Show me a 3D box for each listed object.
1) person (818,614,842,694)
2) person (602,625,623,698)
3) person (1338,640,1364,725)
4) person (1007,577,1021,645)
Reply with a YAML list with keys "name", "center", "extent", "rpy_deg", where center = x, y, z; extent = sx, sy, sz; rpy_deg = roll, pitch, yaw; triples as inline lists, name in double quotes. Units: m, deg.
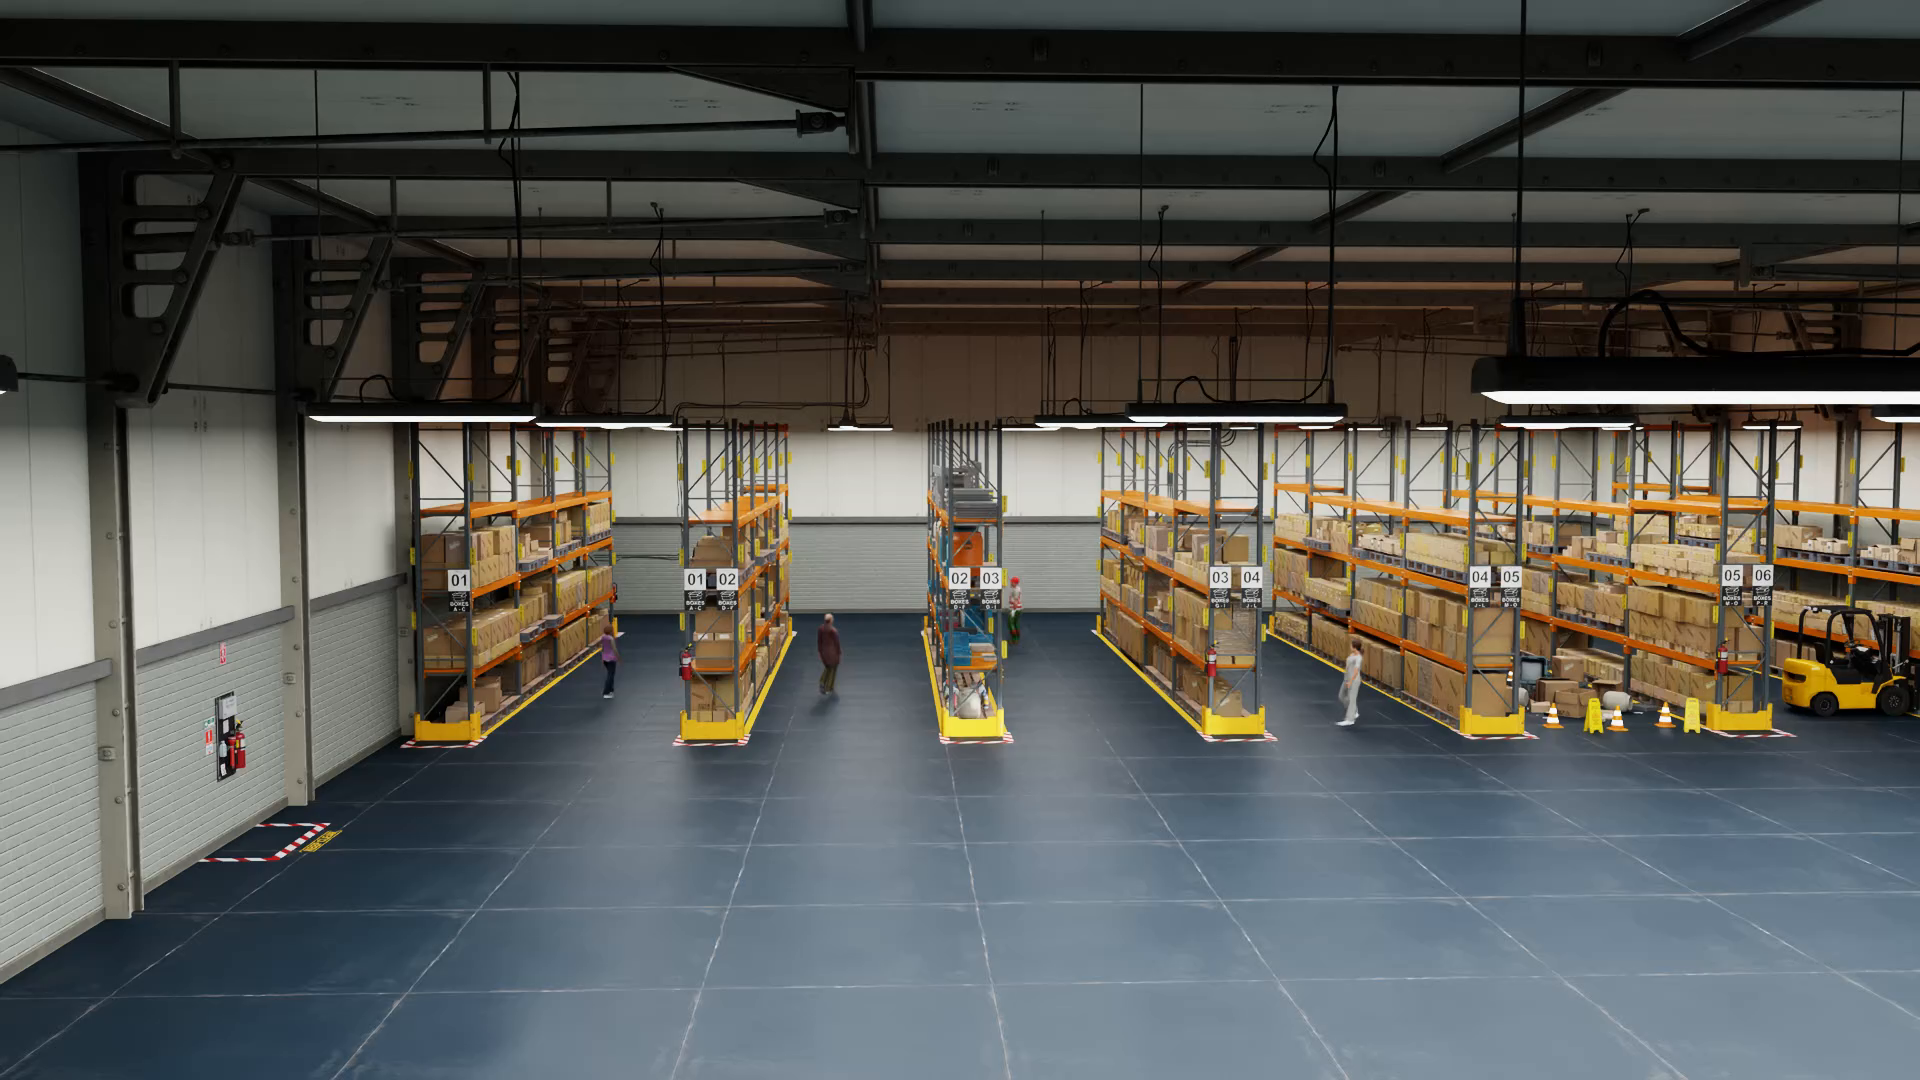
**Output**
- name: "person"
  center: [-2.852, 2.495, 36.369]
  extent: [0.596, 1.787, 0.519]
  rpy_deg: [2, 4, 34]
- name: "person"
  center: [-7.551, 2.637, 35.913]
  extent: [0.456, 1.638, 0.511]
  rpy_deg: [2, 4, 33]
- name: "person"
  center: [7.666, 2.797, 32.694]
  extent: [0.516, 1.677, 0.521]
  rpy_deg: [-1, 4, -17]
- name: "person"
  center: [1.441, 1.877, 44.208]
  extent: [0.347, 1.812, 0.626]
  rpy_deg: [1, 4, 10]
